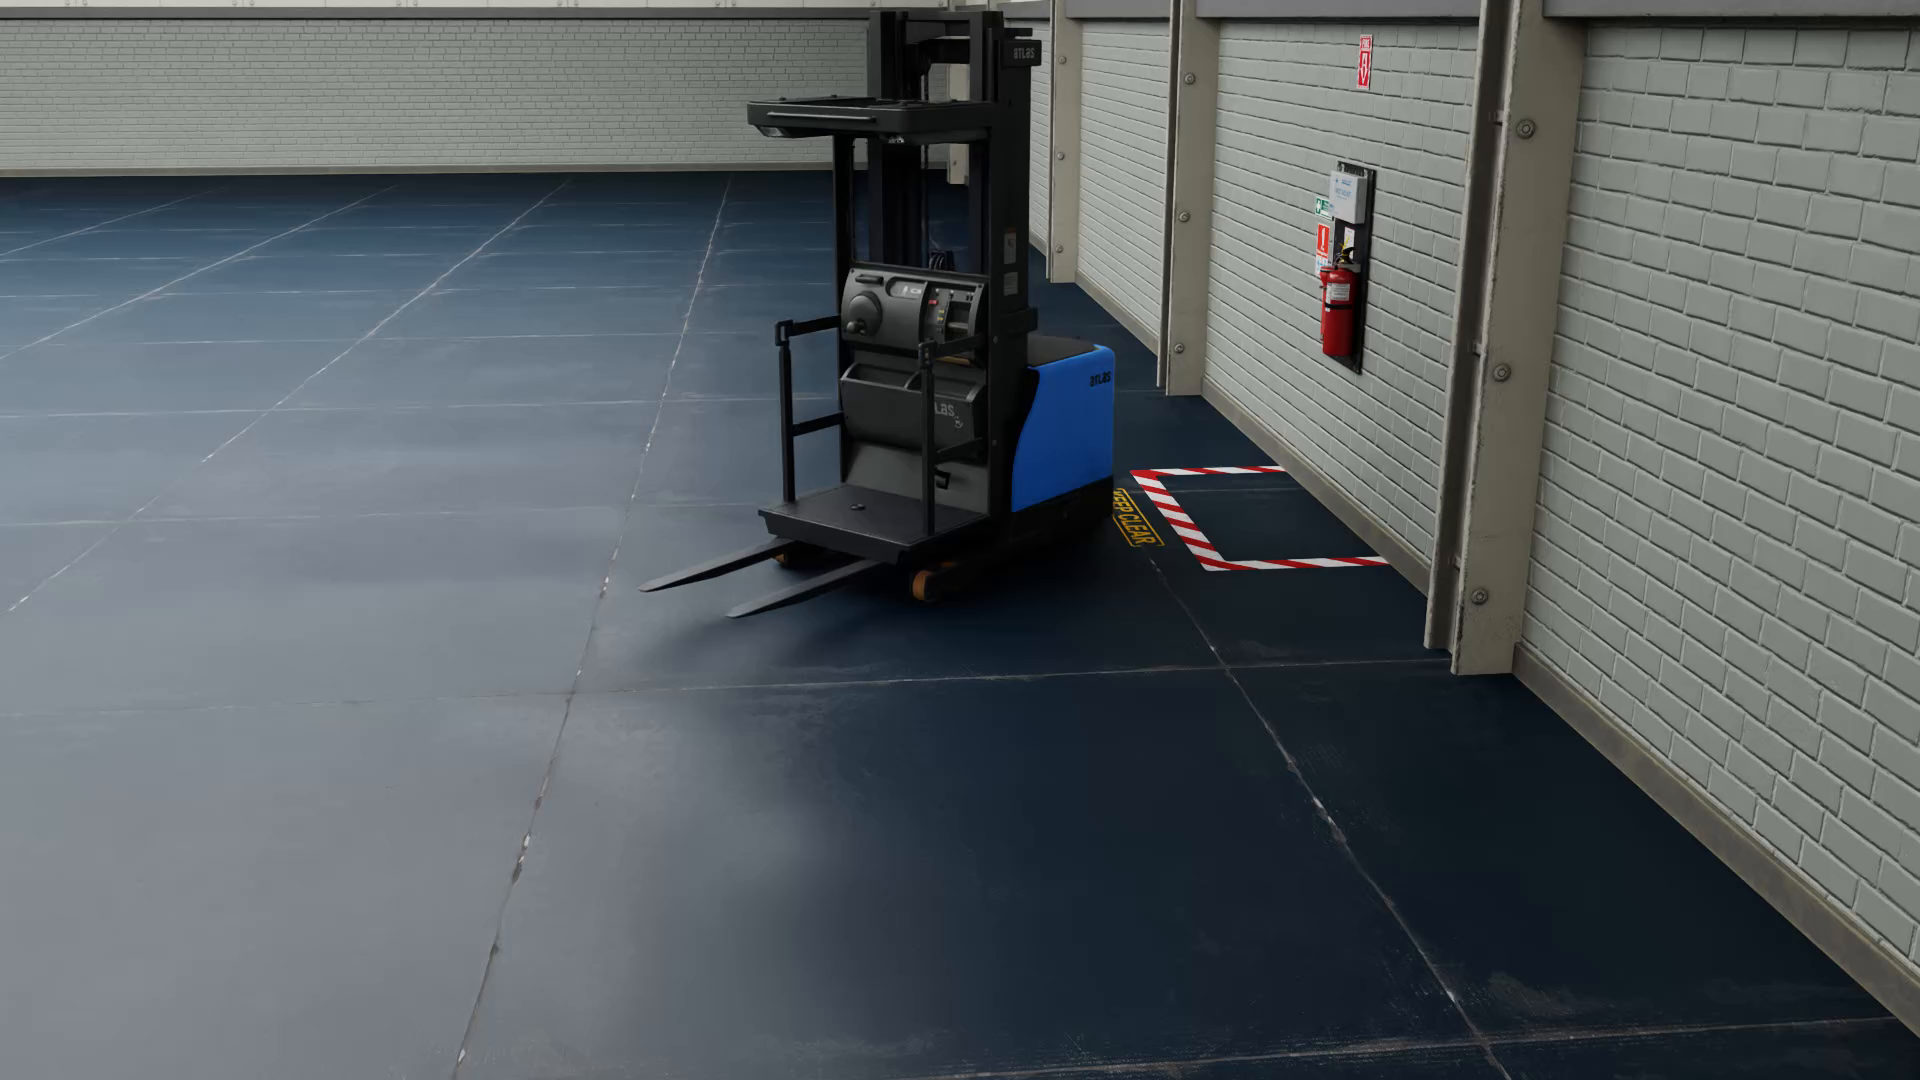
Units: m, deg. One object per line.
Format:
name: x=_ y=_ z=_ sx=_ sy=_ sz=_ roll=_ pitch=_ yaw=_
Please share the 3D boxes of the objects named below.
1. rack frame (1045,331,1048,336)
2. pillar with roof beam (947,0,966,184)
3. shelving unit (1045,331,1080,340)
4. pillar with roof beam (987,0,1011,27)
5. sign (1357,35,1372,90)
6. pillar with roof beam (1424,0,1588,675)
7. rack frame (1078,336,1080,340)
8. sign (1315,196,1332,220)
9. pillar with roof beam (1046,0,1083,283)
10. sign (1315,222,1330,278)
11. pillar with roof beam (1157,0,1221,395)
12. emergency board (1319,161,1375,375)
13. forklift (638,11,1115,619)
rack frame: x=0.474 y=-0.767 z=10.363 sx=0.008 sy=1.050 sz=0.200 roll=13 pitch=21 yaw=36
pillar with roof beam: x=-4.337 y=-10.750 z=28.896 sx=9.100 sy=9.000 sz=0.400 roll=-2 pitch=18 yaw=-6
shelving unit: x=0.570 y=-0.744 z=10.292 sx=0.252 sy=1.050 sz=0.215 roll=13 pitch=21 yaw=36
pillar with roof beam: x=-3.718 y=-8.963 z=23.202 sx=9.100 sy=9.000 sz=0.400 roll=-2 pitch=18 yaw=-6
sign: x=2.302 y=-2.719 z=9.461 sx=0.001 sy=0.298 sz=0.199 roll=-2 pitch=18 yaw=-6
pillar with roof beam: x=-1.862 y=-3.600 z=6.120 sx=9.100 sy=9.000 sz=0.400 roll=-2 pitch=18 yaw=-6
rack frame: x=0.666 y=-0.722 z=10.220 sx=0.008 sy=1.050 sz=0.200 roll=13 pitch=21 yaw=36
sign: x=2.241 y=-2.044 z=10.236 sx=0.001 sy=0.109 sz=0.331 roll=-2 pitch=18 yaw=-6
pillar with roof beam: x=-3.099 y=-7.175 z=17.508 sx=9.100 sy=9.000 sz=0.400 roll=-2 pitch=18 yaw=-6
sign: x=2.249 y=-1.793 z=10.320 sx=0.001 sy=0.329 sz=0.234 roll=-2 pitch=18 yaw=-6
pillar with roof beam: x=-2.481 y=-5.387 z=11.814 sx=9.100 sy=9.000 sz=0.400 roll=-2 pitch=18 yaw=-6
emergency board: x=2.203 y=-1.608 z=9.791 sx=0.194 sy=1.169 sz=0.643 roll=-2 pitch=18 yaw=-6
forklift: x=-0.387 y=-1.240 z=8.735 sx=1.130 sy=2.935 sz=3.031 roll=13 pitch=22 yaw=36
